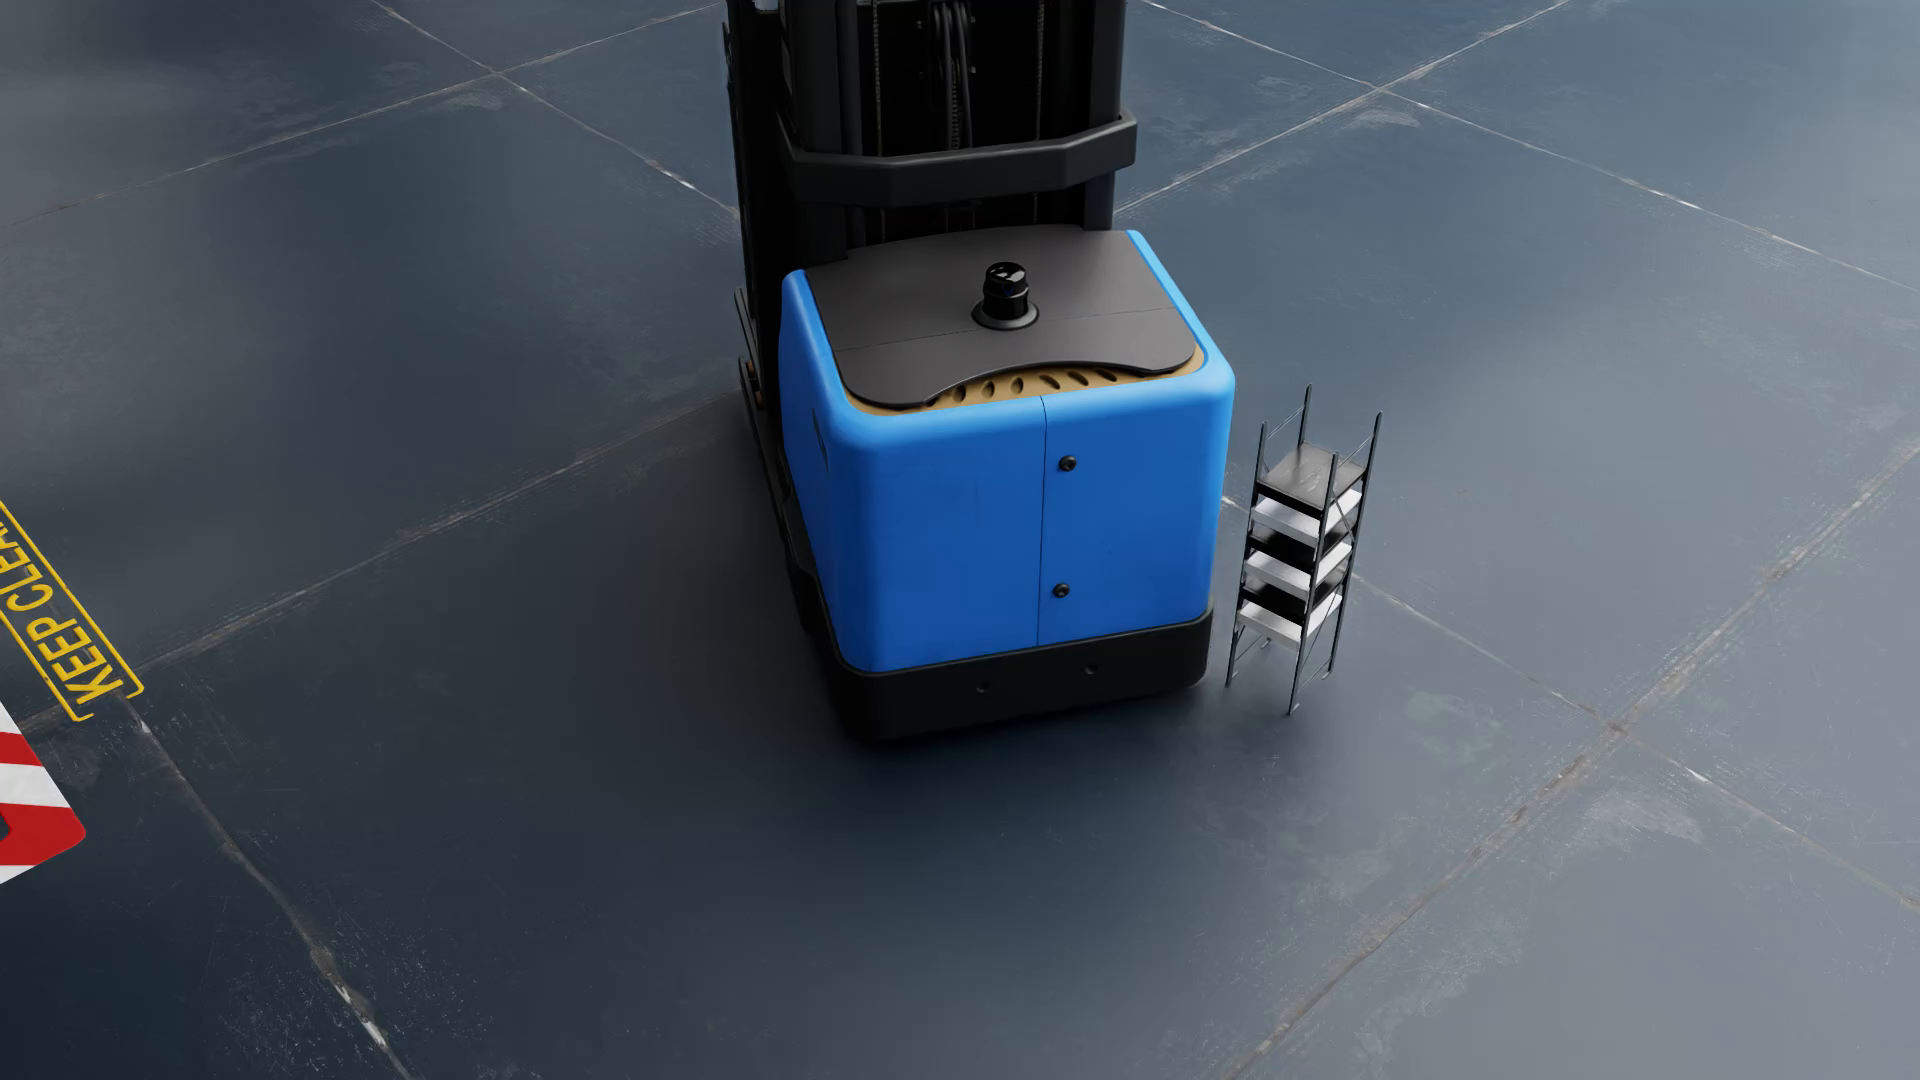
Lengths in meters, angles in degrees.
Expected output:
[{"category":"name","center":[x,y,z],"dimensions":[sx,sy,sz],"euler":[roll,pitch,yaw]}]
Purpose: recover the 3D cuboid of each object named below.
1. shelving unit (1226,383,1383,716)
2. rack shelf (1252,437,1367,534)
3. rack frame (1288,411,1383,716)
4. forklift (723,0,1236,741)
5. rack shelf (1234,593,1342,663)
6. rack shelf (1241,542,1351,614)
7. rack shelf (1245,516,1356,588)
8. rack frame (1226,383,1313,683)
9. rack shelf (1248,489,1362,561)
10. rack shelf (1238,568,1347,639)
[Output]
[{"category":"shelving unit","center":[0.917,0.040,4.484],"dimensions":[0.210,0.900,0.258],"euler":[28,46,30]},{"category":"rack shelf","center":[0.917,-0.144,4.335],"dimensions":[0.200,0.077,0.258],"euler":[28,46,30]},{"category":"rack frame","center":[0.995,0.081,4.434],"dimensions":[0.006,0.900,0.240],"euler":[28,46,30]},{"category":"forklift","center":[-0.149,-1.533,4.815],"dimensions":[1.130,2.935,3.031],"euler":[-9,40,-11]},{"category":"rack shelf","center":[0.917,0.206,4.618],"dimensions":[0.200,0.077,0.258],"euler":[28,46,30]},{"category":"rack shelf","center":[0.917,0.066,4.505],"dimensions":[0.200,0.077,0.258],"euler":[28,46,30]},{"category":"rack shelf","center":[0.917,-0.004,4.448],"dimensions":[0.200,0.077,0.258],"euler":[28,46,30]},{"category":"rack frame","center":[0.838,-0.001,4.535],"dimensions":[0.006,0.900,0.240],"euler":[28,46,30]},{"category":"rack shelf","center":[0.917,-0.074,4.392],"dimensions":[0.200,0.077,0.258],"euler":[28,46,30]},{"category":"rack shelf","center":[0.917,0.136,4.562],"dimensions":[0.200,0.077,0.258],"euler":[28,46,30]}]
